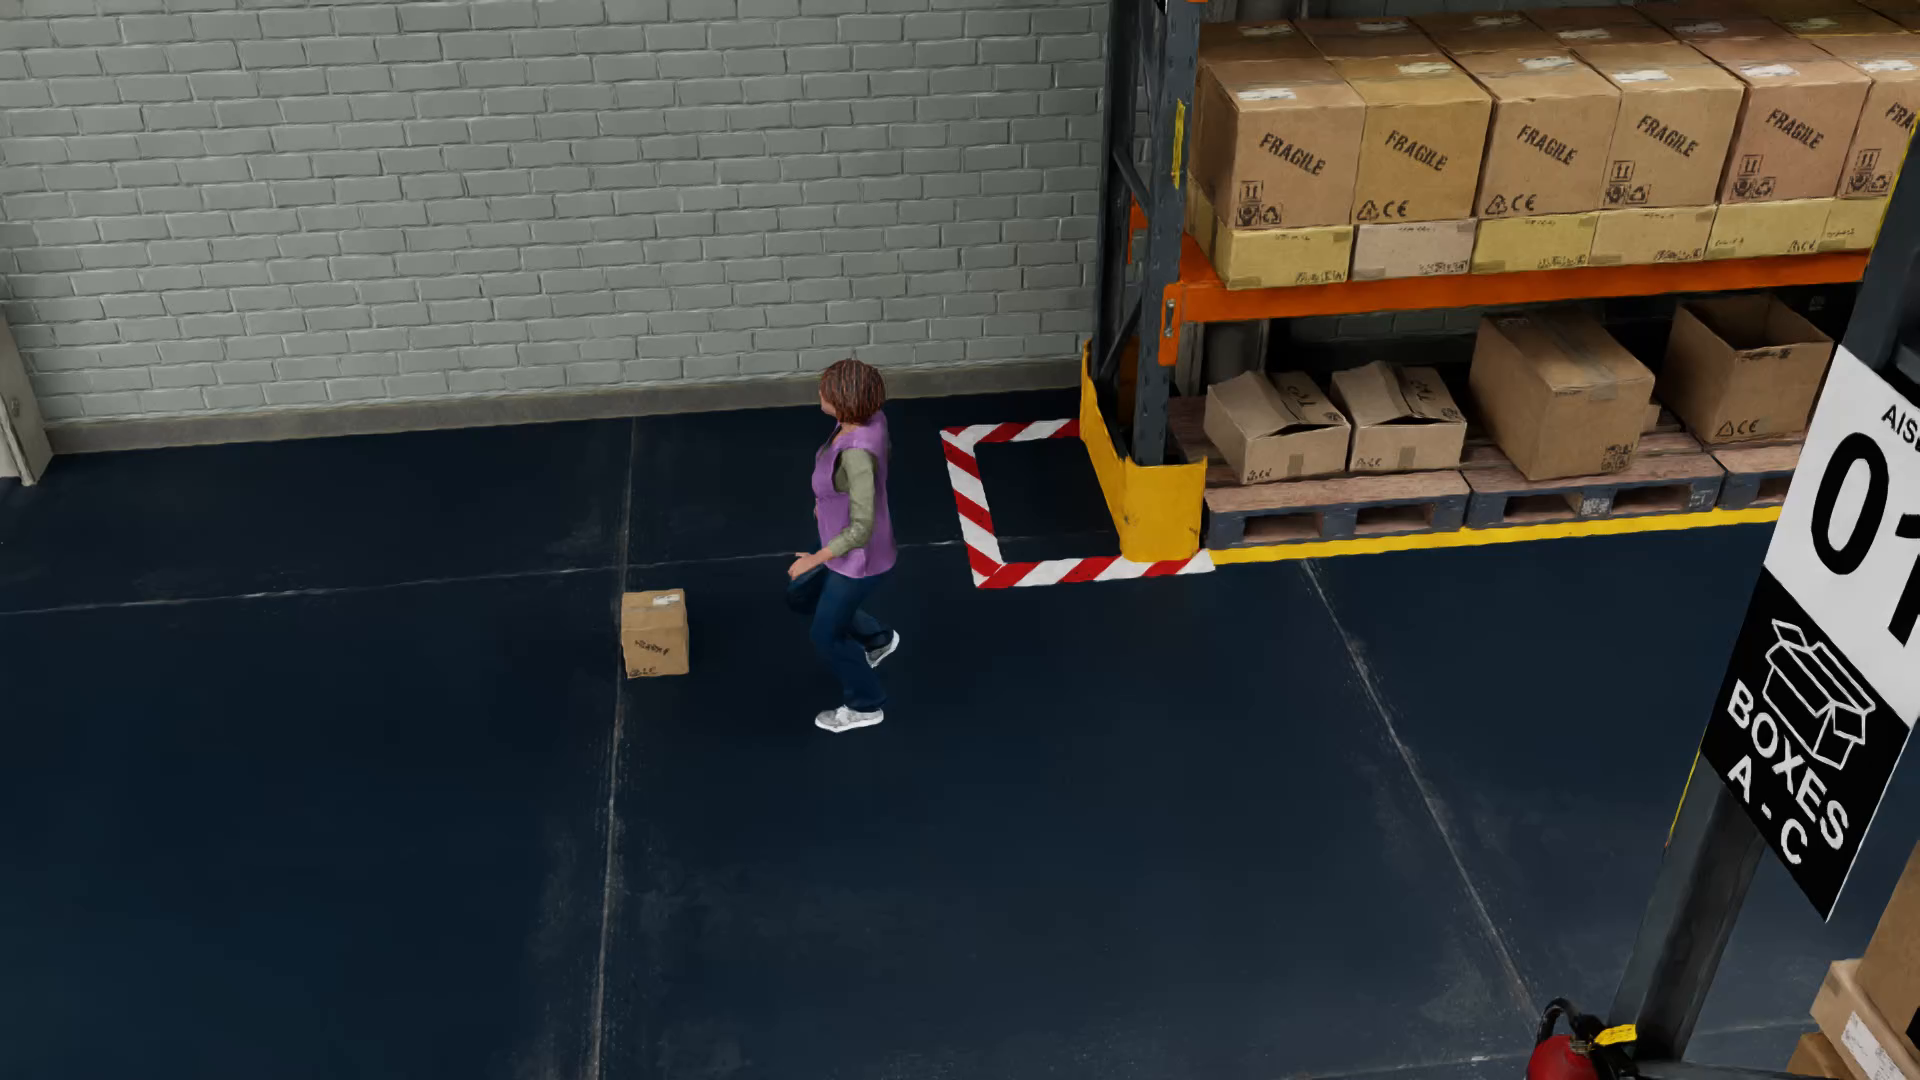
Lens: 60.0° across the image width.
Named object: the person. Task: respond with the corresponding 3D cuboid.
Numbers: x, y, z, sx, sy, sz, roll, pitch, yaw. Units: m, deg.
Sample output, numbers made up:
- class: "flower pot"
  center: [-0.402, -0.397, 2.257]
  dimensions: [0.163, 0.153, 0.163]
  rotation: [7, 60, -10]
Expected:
- class: "person"
  center: [-0.439, 0.055, 6.114]
  dimensions: [0.435, 1.558, 0.600]
  rotation: [-3, 35, -5]
